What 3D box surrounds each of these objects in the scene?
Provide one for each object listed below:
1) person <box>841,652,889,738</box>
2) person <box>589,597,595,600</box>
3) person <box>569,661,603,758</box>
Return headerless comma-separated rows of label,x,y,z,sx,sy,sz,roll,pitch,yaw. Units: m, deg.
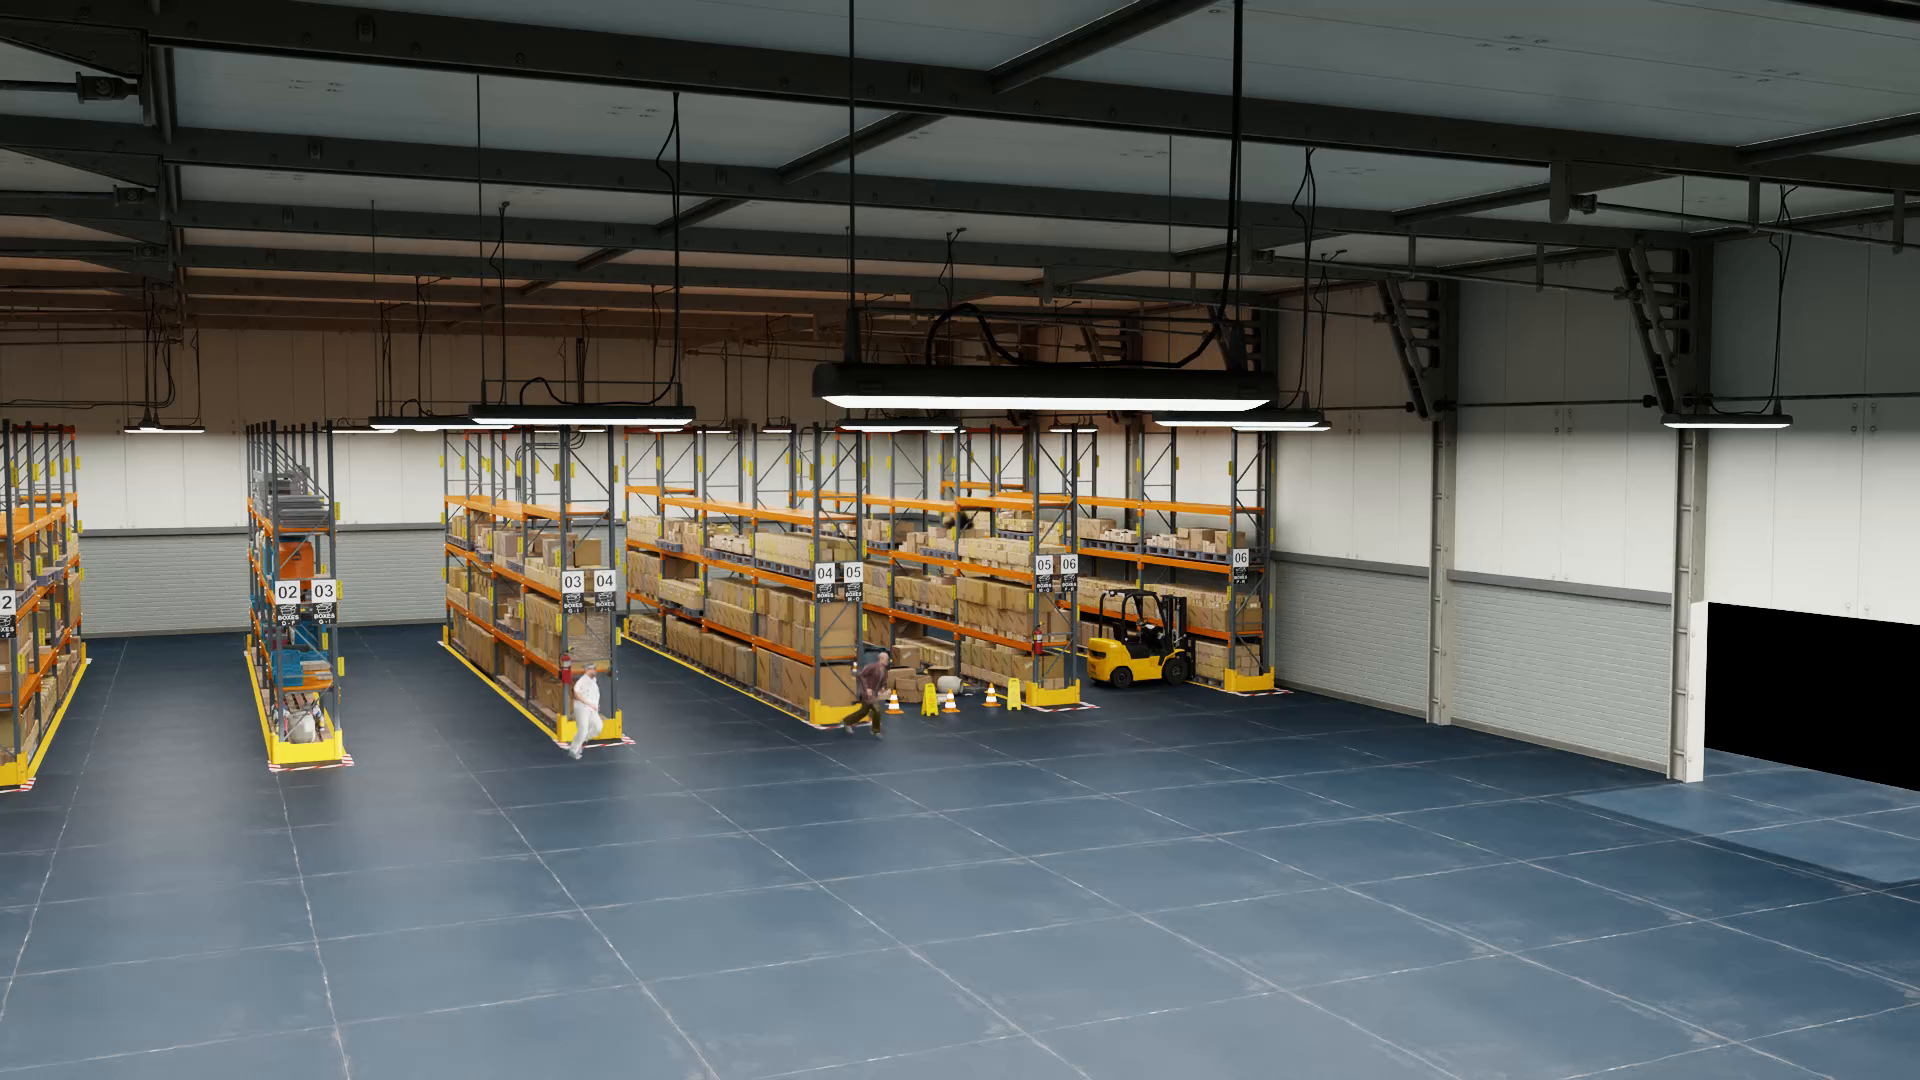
person,-1.807,2.948,31.697,1.055,1.684,0.685,2,4,31
person,-10.580,1.931,48.410,0.756,1.623,0.633,3,4,35
person,-6.659,3.023,29.826,0.549,1.697,0.729,1,4,21
